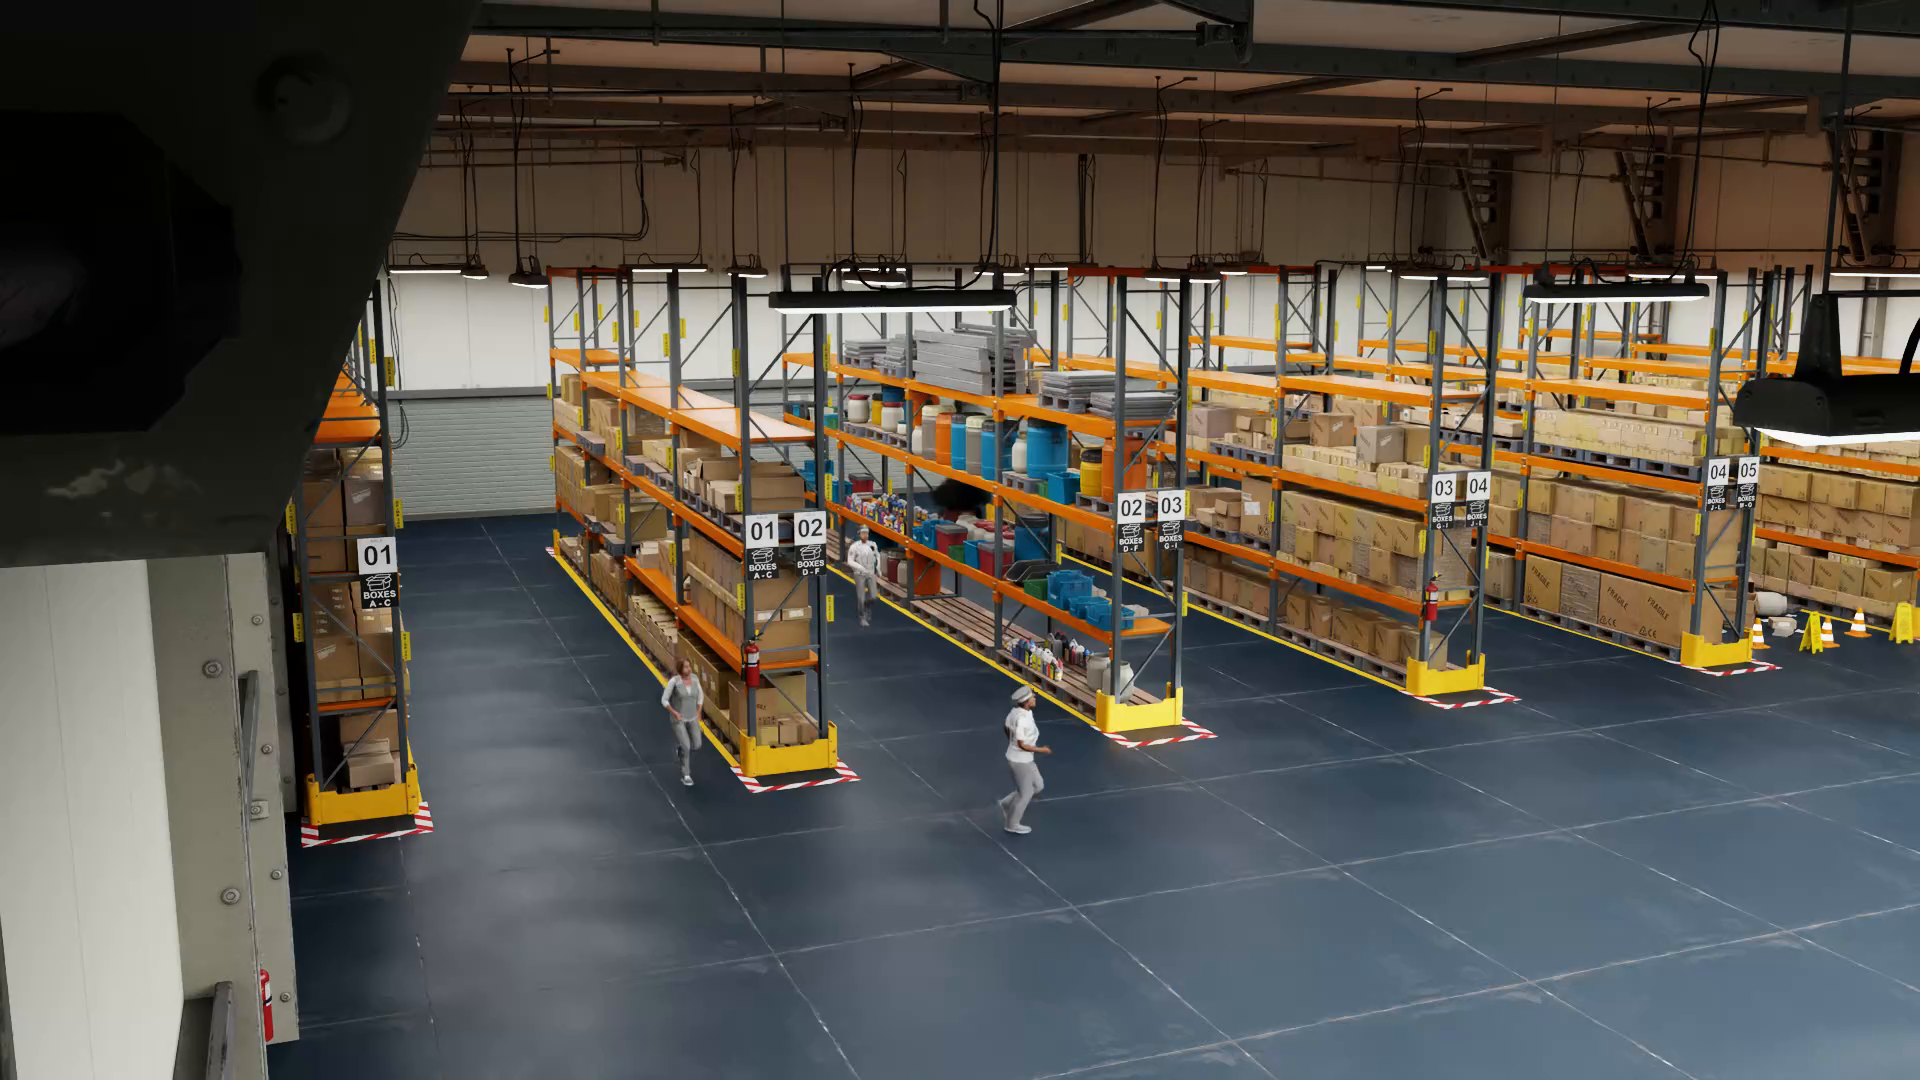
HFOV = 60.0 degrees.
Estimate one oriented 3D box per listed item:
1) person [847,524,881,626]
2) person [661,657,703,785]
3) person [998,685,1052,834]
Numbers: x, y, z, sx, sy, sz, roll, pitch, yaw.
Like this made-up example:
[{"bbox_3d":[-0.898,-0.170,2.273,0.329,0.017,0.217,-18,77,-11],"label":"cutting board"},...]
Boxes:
[{"bbox_3d":[-1.515,0.577,26.884,0.604,1.676,0.526,-4,11,-20],"label":"person"},{"bbox_3d":[-3.311,2.149,19.910,0.560,1.565,0.576,-7,12,-34],"label":"person"},{"bbox_3d":[0.713,2.396,18.150,0.573,1.670,0.563,0,10,-2],"label":"person"}]
